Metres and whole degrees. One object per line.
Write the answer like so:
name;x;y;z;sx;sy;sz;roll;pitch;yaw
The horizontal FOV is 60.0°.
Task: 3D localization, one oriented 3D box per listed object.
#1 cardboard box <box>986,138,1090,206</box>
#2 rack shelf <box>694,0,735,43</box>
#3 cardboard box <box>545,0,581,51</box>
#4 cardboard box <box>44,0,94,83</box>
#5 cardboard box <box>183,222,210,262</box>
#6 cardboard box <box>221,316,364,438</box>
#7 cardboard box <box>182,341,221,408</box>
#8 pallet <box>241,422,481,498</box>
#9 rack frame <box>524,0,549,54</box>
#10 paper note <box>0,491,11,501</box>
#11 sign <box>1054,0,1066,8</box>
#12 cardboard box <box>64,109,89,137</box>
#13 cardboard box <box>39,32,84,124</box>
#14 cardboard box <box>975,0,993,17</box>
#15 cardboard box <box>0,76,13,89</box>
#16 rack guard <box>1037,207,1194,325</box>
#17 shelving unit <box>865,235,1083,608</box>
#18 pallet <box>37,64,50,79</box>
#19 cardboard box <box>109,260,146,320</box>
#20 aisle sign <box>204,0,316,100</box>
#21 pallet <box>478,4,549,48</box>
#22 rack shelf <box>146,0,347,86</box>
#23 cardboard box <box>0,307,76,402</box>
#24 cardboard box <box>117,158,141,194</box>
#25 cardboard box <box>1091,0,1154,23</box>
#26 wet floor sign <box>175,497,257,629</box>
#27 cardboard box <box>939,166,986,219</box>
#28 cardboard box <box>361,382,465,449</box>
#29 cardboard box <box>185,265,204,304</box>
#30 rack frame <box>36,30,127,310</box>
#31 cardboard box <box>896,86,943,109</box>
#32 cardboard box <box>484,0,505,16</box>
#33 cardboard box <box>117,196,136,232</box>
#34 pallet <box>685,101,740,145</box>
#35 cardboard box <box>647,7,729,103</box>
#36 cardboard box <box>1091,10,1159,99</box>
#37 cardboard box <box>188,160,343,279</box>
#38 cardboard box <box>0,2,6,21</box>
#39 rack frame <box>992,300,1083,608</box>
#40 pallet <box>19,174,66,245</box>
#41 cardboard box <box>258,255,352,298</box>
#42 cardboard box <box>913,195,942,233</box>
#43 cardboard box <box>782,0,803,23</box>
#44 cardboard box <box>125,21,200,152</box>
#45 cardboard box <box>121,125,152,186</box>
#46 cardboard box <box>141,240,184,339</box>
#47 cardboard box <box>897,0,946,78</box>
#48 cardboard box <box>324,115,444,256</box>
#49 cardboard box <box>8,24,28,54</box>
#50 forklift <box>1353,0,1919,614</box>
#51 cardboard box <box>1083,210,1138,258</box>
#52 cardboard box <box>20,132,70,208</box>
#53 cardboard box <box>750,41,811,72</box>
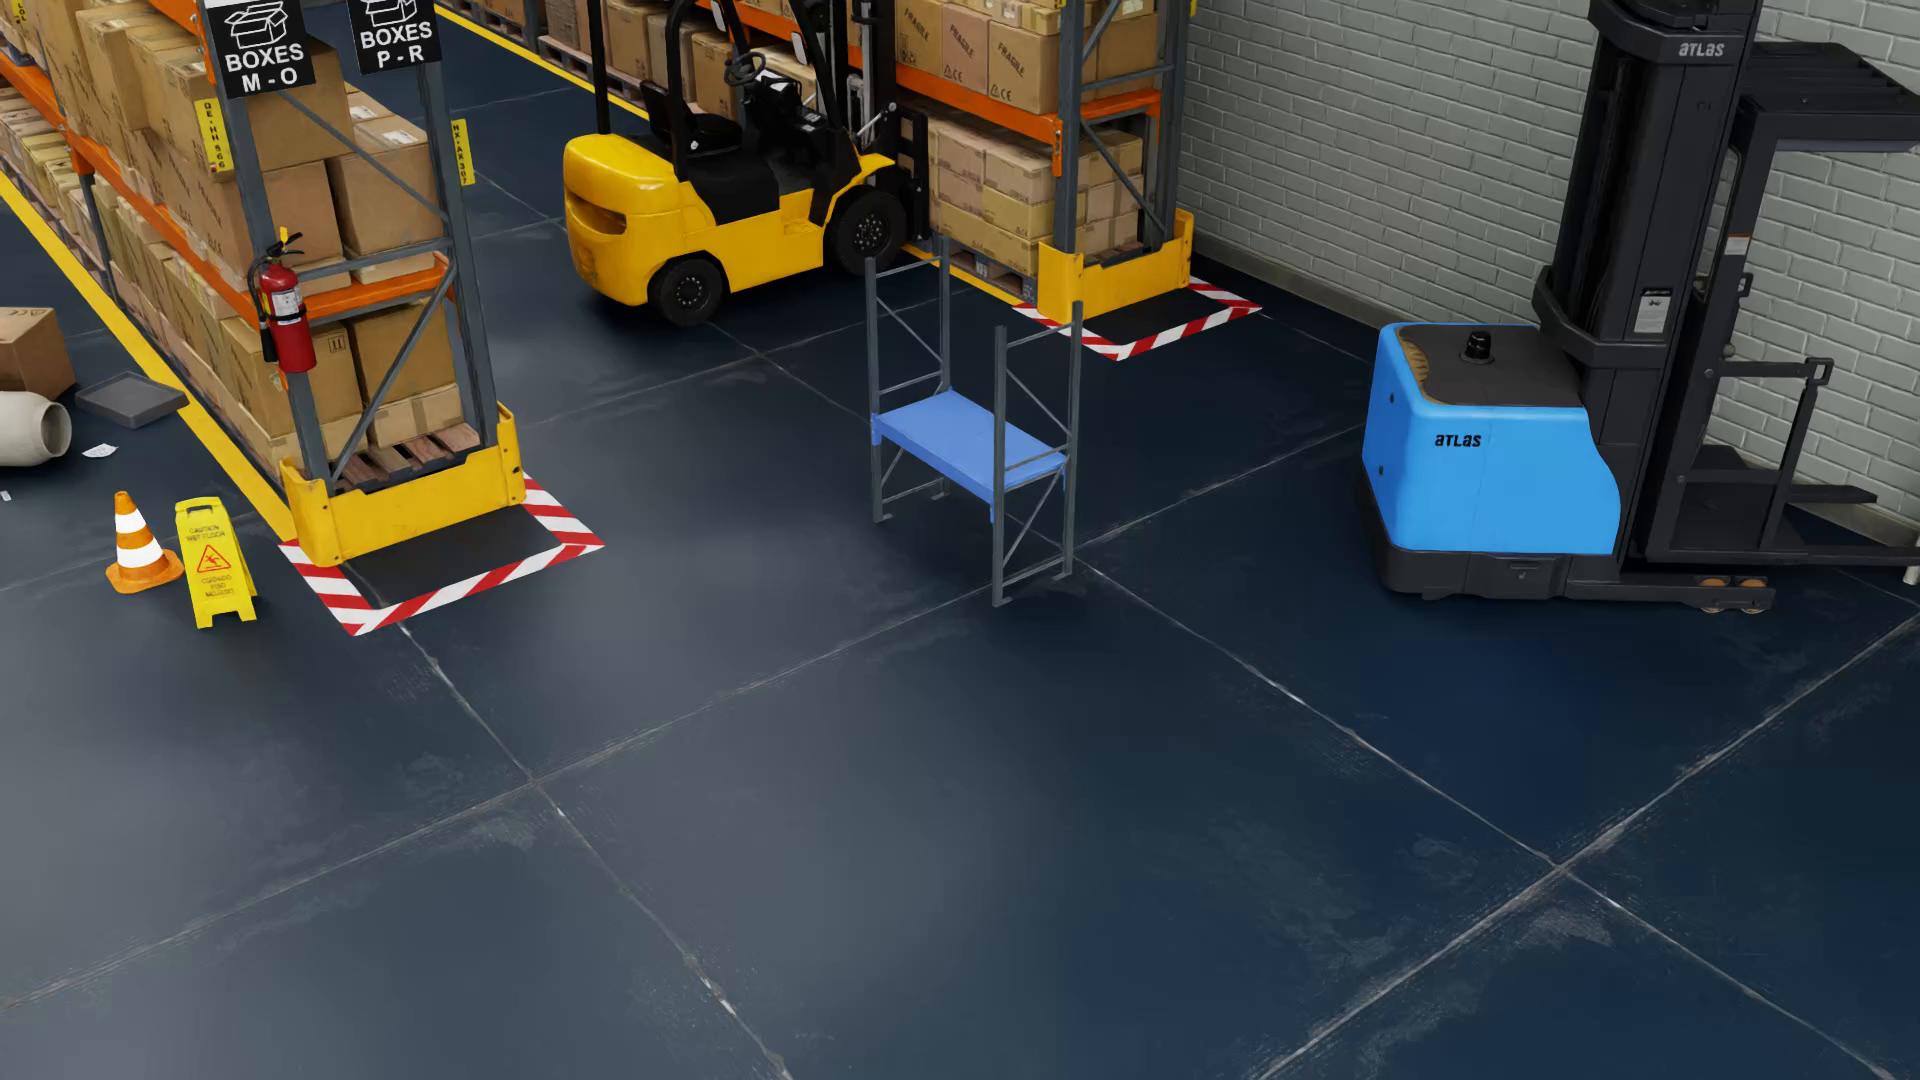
cardboard box;0.518;-2.481;11.163;0.500;0.250;0.500;-21;37;-30
rack shelf;-2.632;-5.150;14.881;1.077;0.370;4.000;-22;38;-31
cardboard box;-3.487;-5.195;16.124;0.875;0.625;0.625;-21;38;-30
cardboard box;-4.643;-2.917;9.279;0.700;0.500;0.500;-23;39;-32
cardboard box;-3.835;-1.609;8.735;0.380;0.149;0.250;-22;38;-31
cardboard box;-3.569;-0.926;8.896;0.500;0.500;0.500;-22;38;-31
cardboard box;-4.217;-1.043;9.794;0.500;0.250;0.500;-24;39;-33
pallet;-3.388;-0.545;9.427;1.003;0.211;1.213;-22;38;-31
rack frame;-3.859;-6.289;16.034;1.000;3.000;0.127;-22;38;-31
paper note;-5.241;-0.243;9.131;0.032;0.001;0.123;-22;38;-31
sign;0.610;-3.378;10.024;0.100;0.325;0.005;-22;38;-31
cardboard box;-5.385;-2.673;10.449;0.380;0.149;0.250;-22;38;-32
cardboard box;-5.275;-2.910;10.216;0.500;0.500;0.500;-22;38;-32
cardboard box;0.322;-3.552;10.917;0.380;0.149;0.250;-21;38;-31
cardboard box;-8.135;-4.273;14.402;0.875;0.875;0.875;-23;38;-32
rack guard;1.062;-1.883;11.309;1.175;0.500;0.348;-22;38;-31
shelving unit;0.052;-0.602;8.297;0.538;1.500;1.048;-22;38;-31
pallet;-5.678;-3.299;11.400;1.003;0.211;1.213;-22;38;-31
cardboard box;-5.176;-1.692;10.839;0.500;0.250;0.500;-24;39;-33
aisle sign;-3.063;-2.333;7.199;0.394;0.787;0.004;-22;38;-31
pallet;-4.287;-5.428;17.290;1.003;0.211;1.213;-22;38;-31
rack shelf;-4.098;-3.150;8.818;1.077;0.370;4.000;-22;38;-31
cardboard box;-5.742;-1.067;9.992;0.500;0.500;0.500;1;32;2
cardboard box;-4.608;-2.137;9.586;0.380;0.149;0.250;-22;38;-31
cardboard box;1.044;-3.499;10.831;0.380;0.149;0.250;-23;39;-33
wet floor sign;-3.600;0.078;8.013;0.267;0.644;0.232;-10;33;-15
cardboard box;0.203;-2.492;11.654;0.500;0.250;0.500;-23;38;-32
cardboard box;-3.148;-0.784;9.377;0.500;0.250;0.500;-23;38;-32
cardboard box;-3.999;-1.439;9.106;0.380;0.149;0.250;-22;38;-31
rack frame;-5.324;-3.015;10.761;1.000;3.000;0.127;-22;38;-31
cardboard box;-0.422;-3.113;12.180;0.500;0.250;0.500;-23;39;-32
cardboard box;-4.586;-5.725;17.095;0.500;0.500;0.500;-23;39;-32
cardboard box;-4.830;-2.001;10.011;0.380;0.149;0.250;-21;37;-30
pallet;-1.888;-3.732;14.559;1.003;0.211;1.213;-22;38;-31
cardboard box;-2.204;-4.332;14.734;0.875;0.625;0.625;-23;38;-32
cardboard box;0.963;-3.294;11.116;0.500;0.500;0.500;-21;37;-30
cardboard box;-3.422;-1.654;8.193;0.500;0.500;0.500;-23;39;-32
cardboard box;-6.406;-3.904;11.418;0.500;0.500;0.500;-21;37;-30
rack frame;0.364;-0.390;7.956;0.500;1.500;0.032;-22;38;-31
pallet;-6.555;-2.663;12.838;1.003;0.211;1.213;-22;38;-31
cardboard box;-3.270;-1.328;8.283;0.380;0.149;0.250;-21;37;-30
cardboard box;-0.088;-2.481;12.110;0.500;0.250;0.500;-22;38;-31
cardboard box;-1.008;-4.184;12.548;0.500;0.500;0.500;-22;38;-31
cardboard box;-3.662;-2.297;8.281;0.700;0.500;0.500;-22;38;-31
cardboard box;-4.325;-2.291;9.219;0.500;0.500;0.500;-22;38;-31
cardboard box;-4.522;-1.575;9.940;0.500;0.500;0.500;-20;37;-29
cardboard box;-0.088;-3.551;11.529;0.500;0.500;0.500;-23;39;-32
cardboard box;-2.943;-1.804;8.435;0.500;0.500;0.500;-23;39;-32
cardboard box;-6.192;-3.423;11.259;0.380;0.149;0.250;-23;39;-32
forklift;3.628;-1.171;7.858;3.031;2.935;1.130;1;32;2
cardboard box;0.900;-2.234;11.711;0.500;0.250;0.500;-22;38;-31
cardboard box;-6.519;-2.883;12.641;0.950;0.372;0.625;-21;37;-30
cardboard box;-1.357;-3.754;13.212;0.500;0.250;0.500;-23;39;-32
